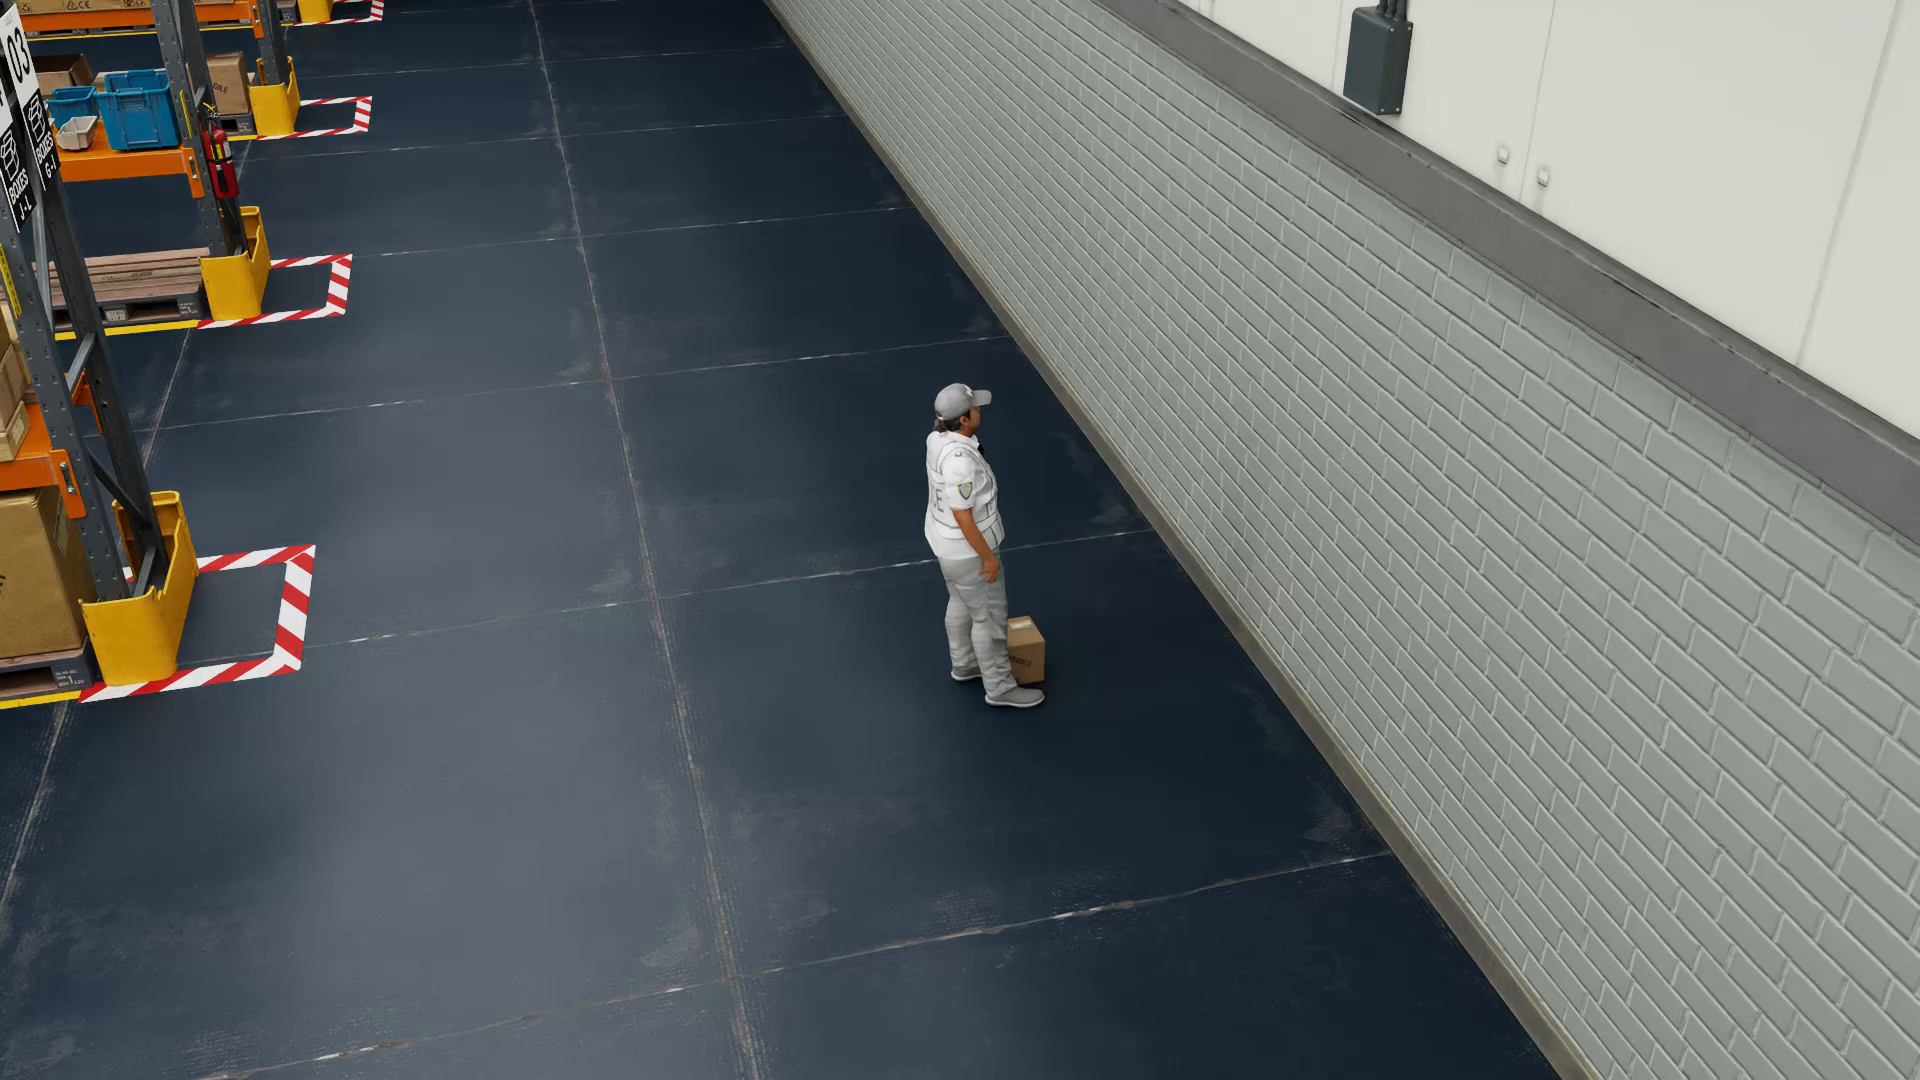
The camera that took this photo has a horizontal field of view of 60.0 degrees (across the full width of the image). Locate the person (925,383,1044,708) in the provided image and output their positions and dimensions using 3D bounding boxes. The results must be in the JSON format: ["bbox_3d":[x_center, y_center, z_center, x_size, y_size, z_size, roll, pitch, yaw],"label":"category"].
[{"bbox_3d":[0.110,0.010,8.193,0.529,1.670,0.598,-8,31,-13],"label":"person"}]
